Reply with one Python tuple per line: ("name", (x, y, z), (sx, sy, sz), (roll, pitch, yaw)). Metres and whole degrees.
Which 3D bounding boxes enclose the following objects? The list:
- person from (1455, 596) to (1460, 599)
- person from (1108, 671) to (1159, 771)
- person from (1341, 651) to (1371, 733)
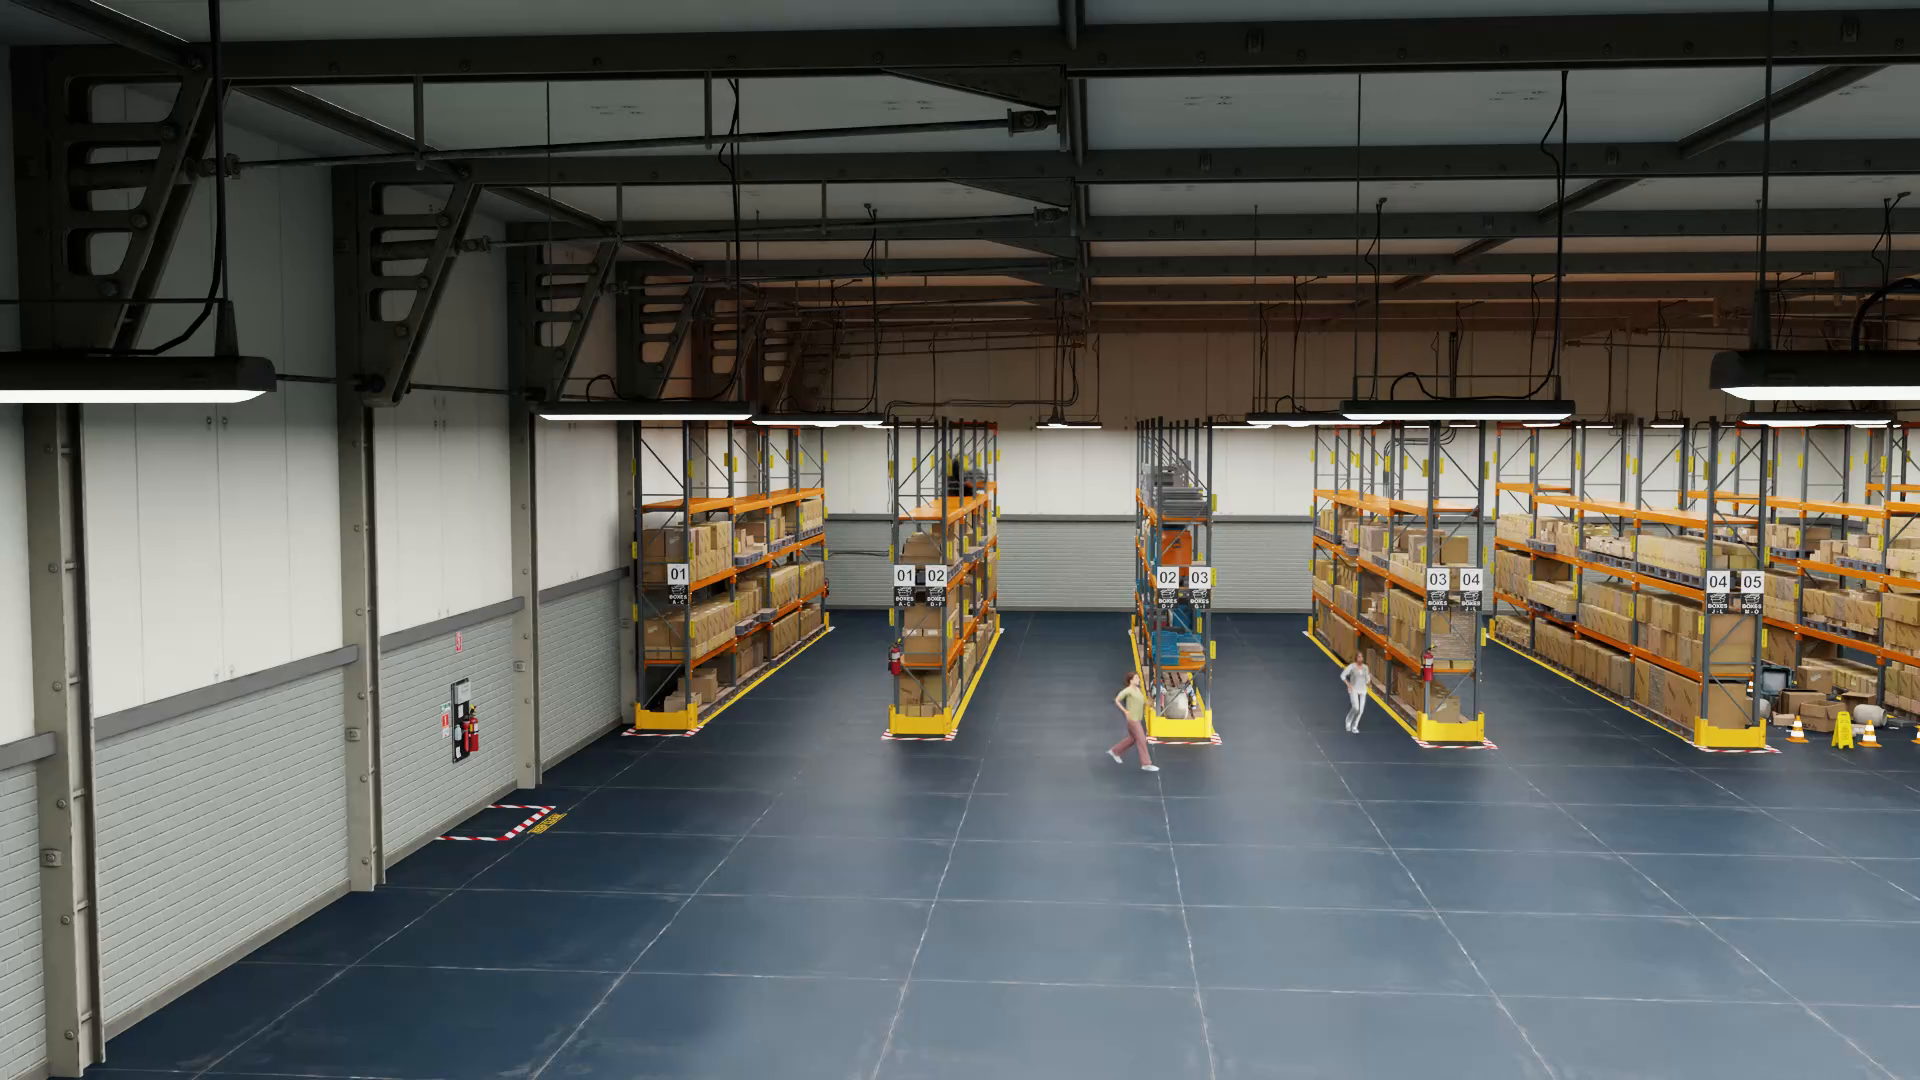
("person", (13.485, 1.981, 45.226), (0.594, 1.618, 0.621), (1, 4, 13))
("person", (2.926, 3.033, 28.061), (0.968, 1.648, 0.577), (2, 4, 28))
("person", (7.527, 2.888, 31.428), (0.537, 1.555, 0.562), (-1, 4, -10))
